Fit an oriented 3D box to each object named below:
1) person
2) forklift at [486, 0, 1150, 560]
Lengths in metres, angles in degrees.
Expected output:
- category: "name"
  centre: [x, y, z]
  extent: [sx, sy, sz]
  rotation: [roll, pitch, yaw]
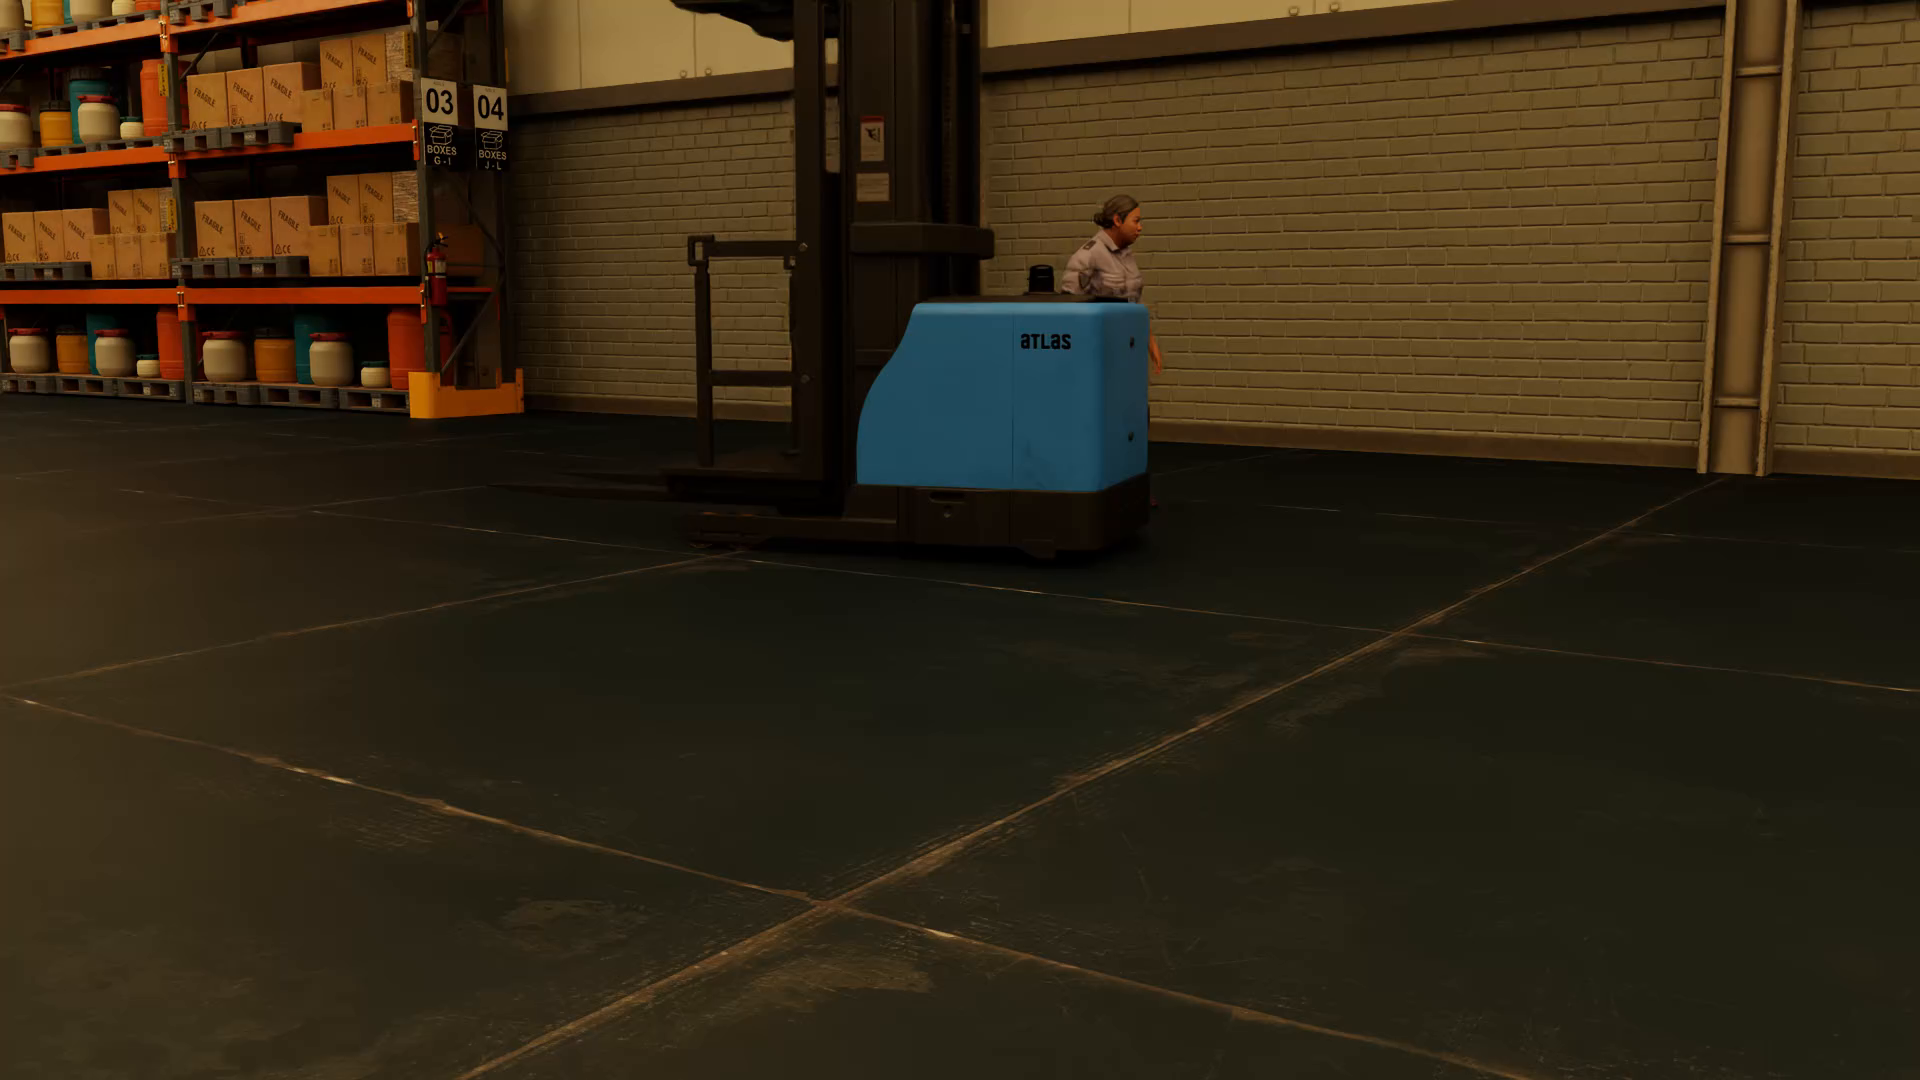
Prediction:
- category: "person"
  centre: [0.742, -0.945, 8.526]
  extent: [0.348, 1.620, 0.721]
  rotation: [6, 10, 36]
- category: "forklift"
  centre: [-0.705, -1.469, 7.526]
  extent: [3.031, 2.935, 1.130]
  rotation: [3, 9, 18]
